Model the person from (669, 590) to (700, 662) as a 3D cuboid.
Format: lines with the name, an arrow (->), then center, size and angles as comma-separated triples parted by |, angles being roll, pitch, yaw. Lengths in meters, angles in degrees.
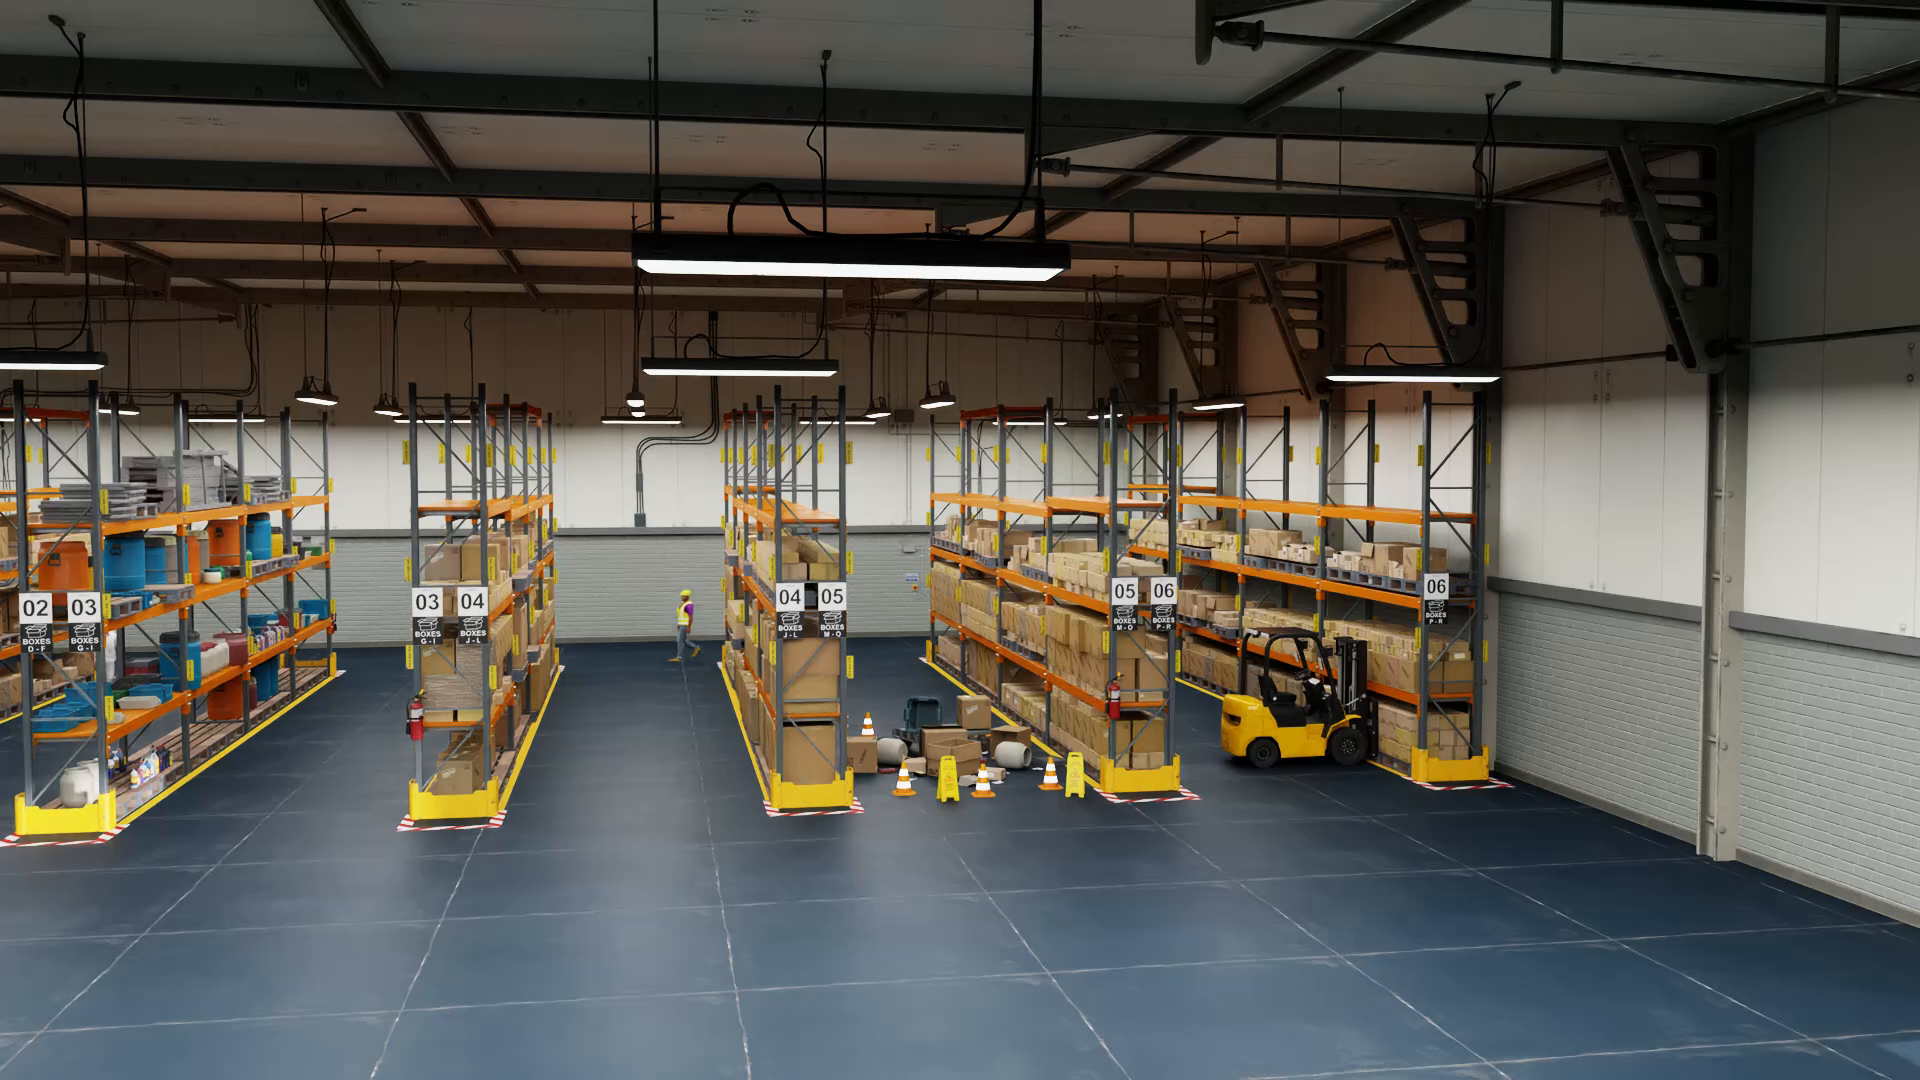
person -> -6.677, 2.077, 40.379 | 0.827, 1.752, 0.584 | -1, 3, -27

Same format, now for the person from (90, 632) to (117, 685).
person -> -17.134, 2.441, 33.341 | 0.584, 1.703, 1.023 | -1, 3, -27
